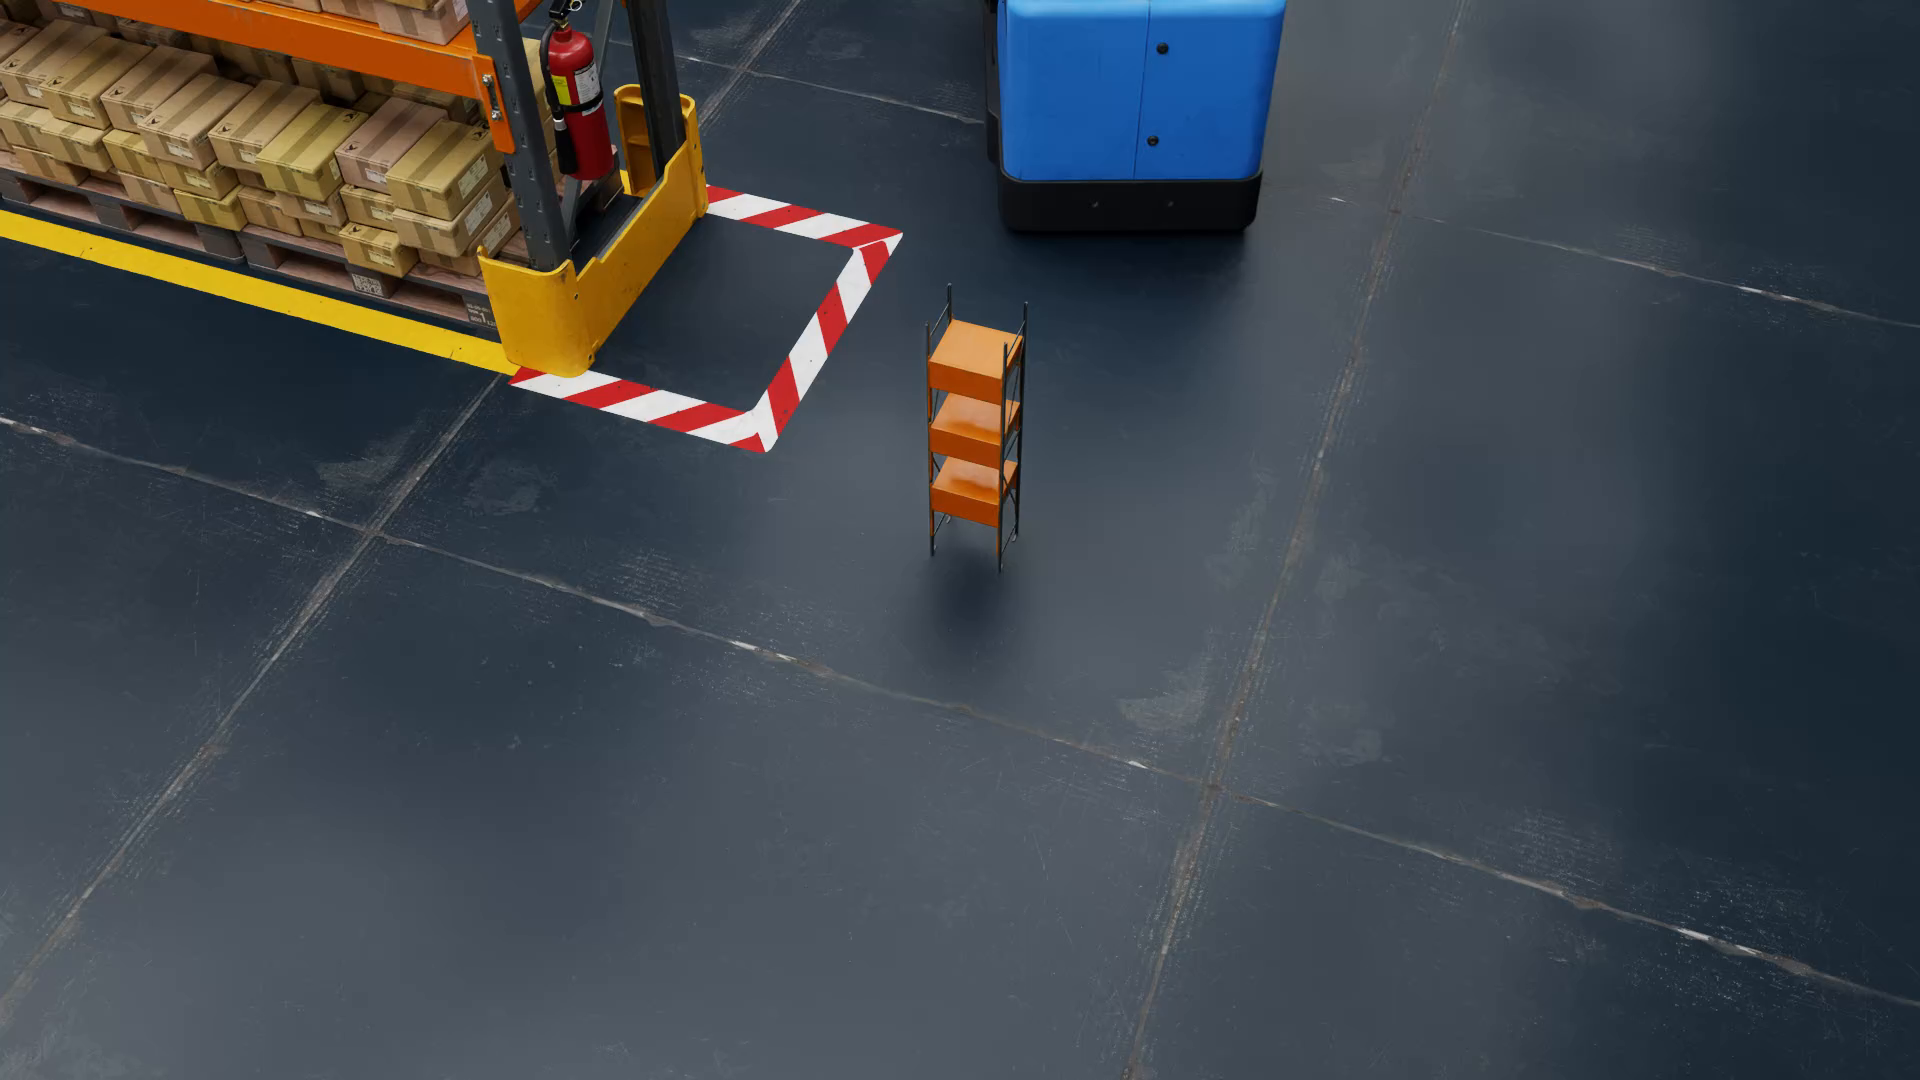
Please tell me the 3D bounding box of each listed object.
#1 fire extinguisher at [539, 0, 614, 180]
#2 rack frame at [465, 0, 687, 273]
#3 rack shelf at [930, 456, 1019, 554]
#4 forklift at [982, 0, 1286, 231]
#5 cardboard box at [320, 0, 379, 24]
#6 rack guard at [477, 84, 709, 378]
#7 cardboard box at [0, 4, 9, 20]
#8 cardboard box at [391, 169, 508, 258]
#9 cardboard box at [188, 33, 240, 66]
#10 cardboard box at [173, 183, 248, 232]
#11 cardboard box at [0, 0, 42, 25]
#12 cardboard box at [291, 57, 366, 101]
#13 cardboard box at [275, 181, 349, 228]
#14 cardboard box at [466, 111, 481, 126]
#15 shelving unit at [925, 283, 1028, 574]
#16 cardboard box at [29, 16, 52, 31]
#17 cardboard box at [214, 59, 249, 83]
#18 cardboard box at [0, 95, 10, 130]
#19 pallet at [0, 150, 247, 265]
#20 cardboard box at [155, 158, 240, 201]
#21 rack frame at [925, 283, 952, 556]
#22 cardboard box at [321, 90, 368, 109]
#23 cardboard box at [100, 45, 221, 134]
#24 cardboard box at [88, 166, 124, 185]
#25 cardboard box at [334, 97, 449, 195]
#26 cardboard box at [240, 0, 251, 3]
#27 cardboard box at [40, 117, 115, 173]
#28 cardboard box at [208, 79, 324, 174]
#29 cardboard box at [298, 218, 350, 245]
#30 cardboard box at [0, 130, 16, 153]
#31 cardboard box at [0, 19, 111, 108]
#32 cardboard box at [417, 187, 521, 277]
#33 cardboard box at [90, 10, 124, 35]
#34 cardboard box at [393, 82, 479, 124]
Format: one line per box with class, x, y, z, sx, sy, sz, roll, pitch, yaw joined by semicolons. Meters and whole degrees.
fire extinguisher;-1.248;-1.479;5.345;0.183;0.674;0.296;16;51;13
rack frame;-1.324;-2.019;5.515;0.127;3.000;1.000;16;51;13
rack shelf;0.050;-0.141;5.559;0.240;0.259;0.215;16;51;13
forklift;0.667;-3.313;6.682;1.130;2.935;3.031;-1;49;0
cardboard box;-1.949;-1.914;5.590;0.250;0.149;0.380;16;51;13
rack guard;-1.396;-1.221;6.477;0.348;0.500;1.175;16;51;13
cardboard box;-4.081;-2.031;6.740;0.250;0.149;0.380;14;51;12
cardboard box;-1.918;-1.257;6.266;0.250;0.149;0.380;14;51;12
cardboard box;-2.940;-2.127;6.823;0.250;0.149;0.380;16;51;14
cardboard box;-2.882;-1.417;6.602;0.250;0.149;0.380;14;50;11
cardboard box;-3.947;-2.335;7.004;0.250;0.149;0.380;17;51;14
cardboard box;-2.452;-1.946;6.667;0.250;0.149;0.380;13;50;11
cardboard box;-2.407;-1.391;6.383;0.250;0.149;0.380;14;50;12
cardboard box;-1.964;-1.752;6.695;0.250;0.149;0.380;15;51;13
shelving unit;0.050;-0.330;5.341;0.252;1.050;0.215;16;51;13
cardboard box;-3.708;-2.203;7.086;0.250;0.149;0.380;17;51;14
cardboard box;-2.978;-1.941;6.859;0.250;0.149;0.380;18;51;15
cardboard box;-3.836;-1.844;6.775;0.250;0.149;0.380;18;51;15
pallet;-3.286;-1.685;7.070;1.213;0.211;1.003;16;51;13
cardboard box;-2.897;-1.518;6.492;0.250;0.149;0.380;16;51;14
rack frame;-0.064;-0.362;5.369;0.008;1.050;0.200;16;51;13
cardboard box;-2.428;-1.897;6.821;0.250;0.149;0.380;17;51;14
cardboard box;-3.113;-1.753;6.499;0.250;0.149;0.380;14;51;12
cardboard box;-3.342;-1.622;6.780;0.250;0.149;0.380;17;51;14
cardboard box;-2.125;-1.484;6.266;0.250;0.149;0.380;17;51;14
cardboard box;-2.436;-2.019;5.681;0.250;0.149;0.380;17;51;14
cardboard box;-3.399;-1.651;6.607;0.250;0.149;0.380;16;51;13
cardboard box;-2.633;-1.574;6.344;0.250;0.149;0.380;14;50;12
cardboard box;-2.385;-1.339;6.534;0.250;0.149;0.380;15;51;13
cardboard box;-3.826;-1.773;6.910;0.250;0.149;0.380;14;50;12
cardboard box;-3.586;-1.894;6.621;0.250;0.149;0.380;14;50;12
cardboard box;-1.891;-1.213;6.425;0.250;0.149;0.380;16;51;14
cardboard box;-3.404;-2.267;6.945;0.250;0.149;0.380;14;51;12
cardboard box;-1.999;-1.783;6.525;0.250;0.149;0.380;16;51;14
